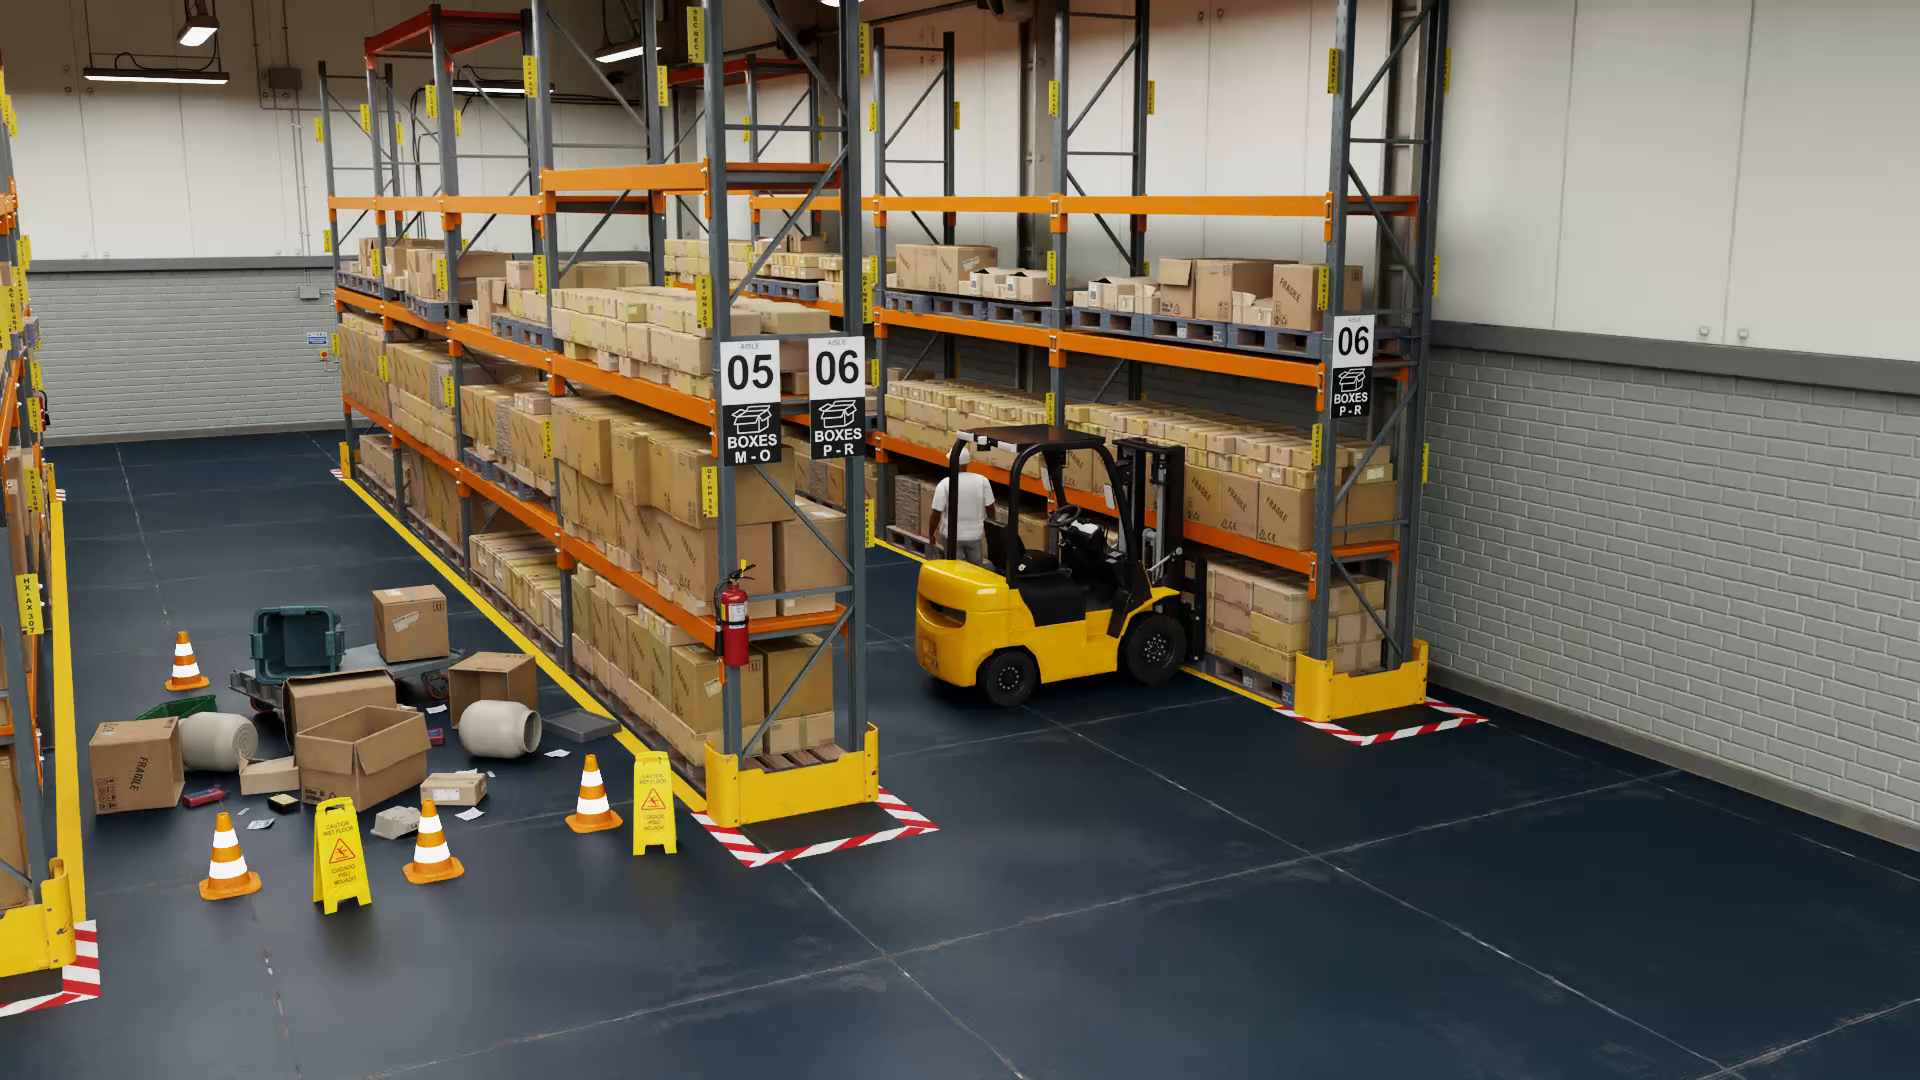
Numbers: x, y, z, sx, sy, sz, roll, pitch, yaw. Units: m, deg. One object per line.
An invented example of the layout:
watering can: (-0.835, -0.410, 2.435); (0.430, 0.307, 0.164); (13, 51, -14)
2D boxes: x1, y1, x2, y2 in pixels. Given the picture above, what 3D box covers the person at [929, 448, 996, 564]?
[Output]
person: (0.003, -0.062, 16.151); (0.665, 1.769, 0.574); (-3, 12, -15)
